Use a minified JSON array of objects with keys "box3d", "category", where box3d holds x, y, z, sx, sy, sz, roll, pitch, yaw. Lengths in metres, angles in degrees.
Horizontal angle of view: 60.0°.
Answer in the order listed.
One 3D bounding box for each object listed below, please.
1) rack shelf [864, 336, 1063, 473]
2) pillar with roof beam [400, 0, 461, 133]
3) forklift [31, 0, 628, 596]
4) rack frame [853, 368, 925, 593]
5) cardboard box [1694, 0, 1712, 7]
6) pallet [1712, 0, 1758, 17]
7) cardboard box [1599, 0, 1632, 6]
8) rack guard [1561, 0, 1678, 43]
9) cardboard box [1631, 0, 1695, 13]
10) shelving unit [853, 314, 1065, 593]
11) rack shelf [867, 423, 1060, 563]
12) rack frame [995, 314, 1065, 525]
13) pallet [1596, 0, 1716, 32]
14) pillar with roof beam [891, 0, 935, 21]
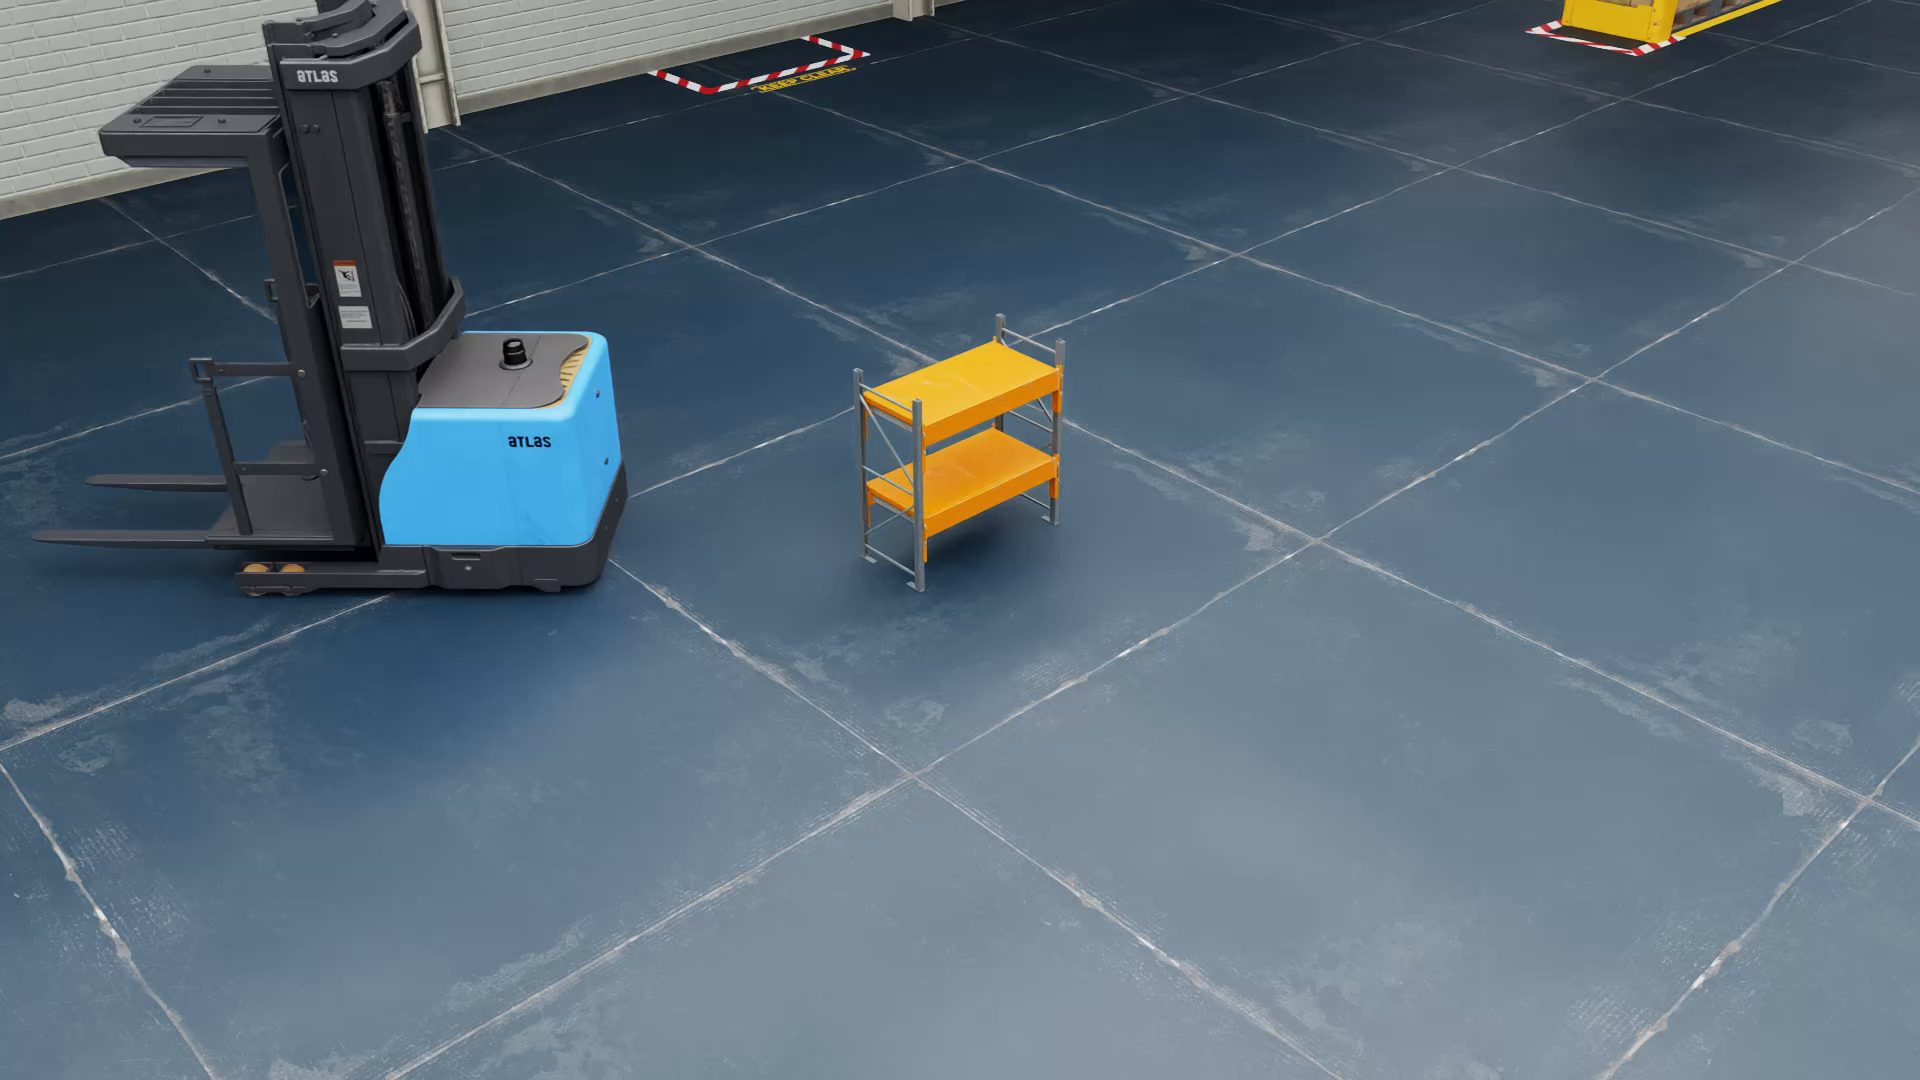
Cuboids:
[{"box3d":[0.005,-0.732,8.808,1.000,0.278,0.538,-26,40,-35],"category":"rack shelf"},{"box3d":[-2.010,-6.087,10.579,0.400,9.000,9.100,-26,40,-35],"category":"pillar with roof beam"},{"box3d":[-3.422,-1.231,8.453,3.031,2.935,1.130,0,31,1],"category":"forklift"},{"box3d":[-0.368,-0.302,8.666,0.032,1.125,0.500,-26,40,-35],"category":"rack frame"},{"box3d":[8.216,-6.248,18.826,0.500,0.250,0.500,-26,40,-35],"category":"cardboard box"},{"box3d":[8.734,-6.487,19.655,1.213,0.211,1.003,-26,40,-35],"category":"pallet"},{"box3d":[7.500,-6.268,18.858,0.500,0.250,0.500,-26,40,-35],"category":"cardboard box"},{"box3d":[7.290,-5.883,18.392,0.348,0.500,1.175,-26,40,-35],"category":"rack guard"},{"box3d":[7.852,-6.070,18.534,0.500,0.250,0.500,-26,40,-35],"category":"cardboard box"},{"box3d":[0.005,-0.482,8.960,1.048,1.125,0.538,-26,40,-35],"category":"shelving unit"},{"box3d":[0.005,-0.274,9.088,1.000,0.278,0.538,-26,40,-35],"category":"rack shelf"},{"box3d":[0.378,-0.663,9.255,0.032,1.125,0.500,-26,40,-35],"category":"rack frame"},{"box3d":[7.840,-6.056,18.951,1.213,0.211,1.003,-26,40,-35],"category":"pallet"},{"box3d":[2.389,-8.216,14.059,0.400,9.000,9.100,-26,40,-35],"category":"pillar with roof beam"}]
